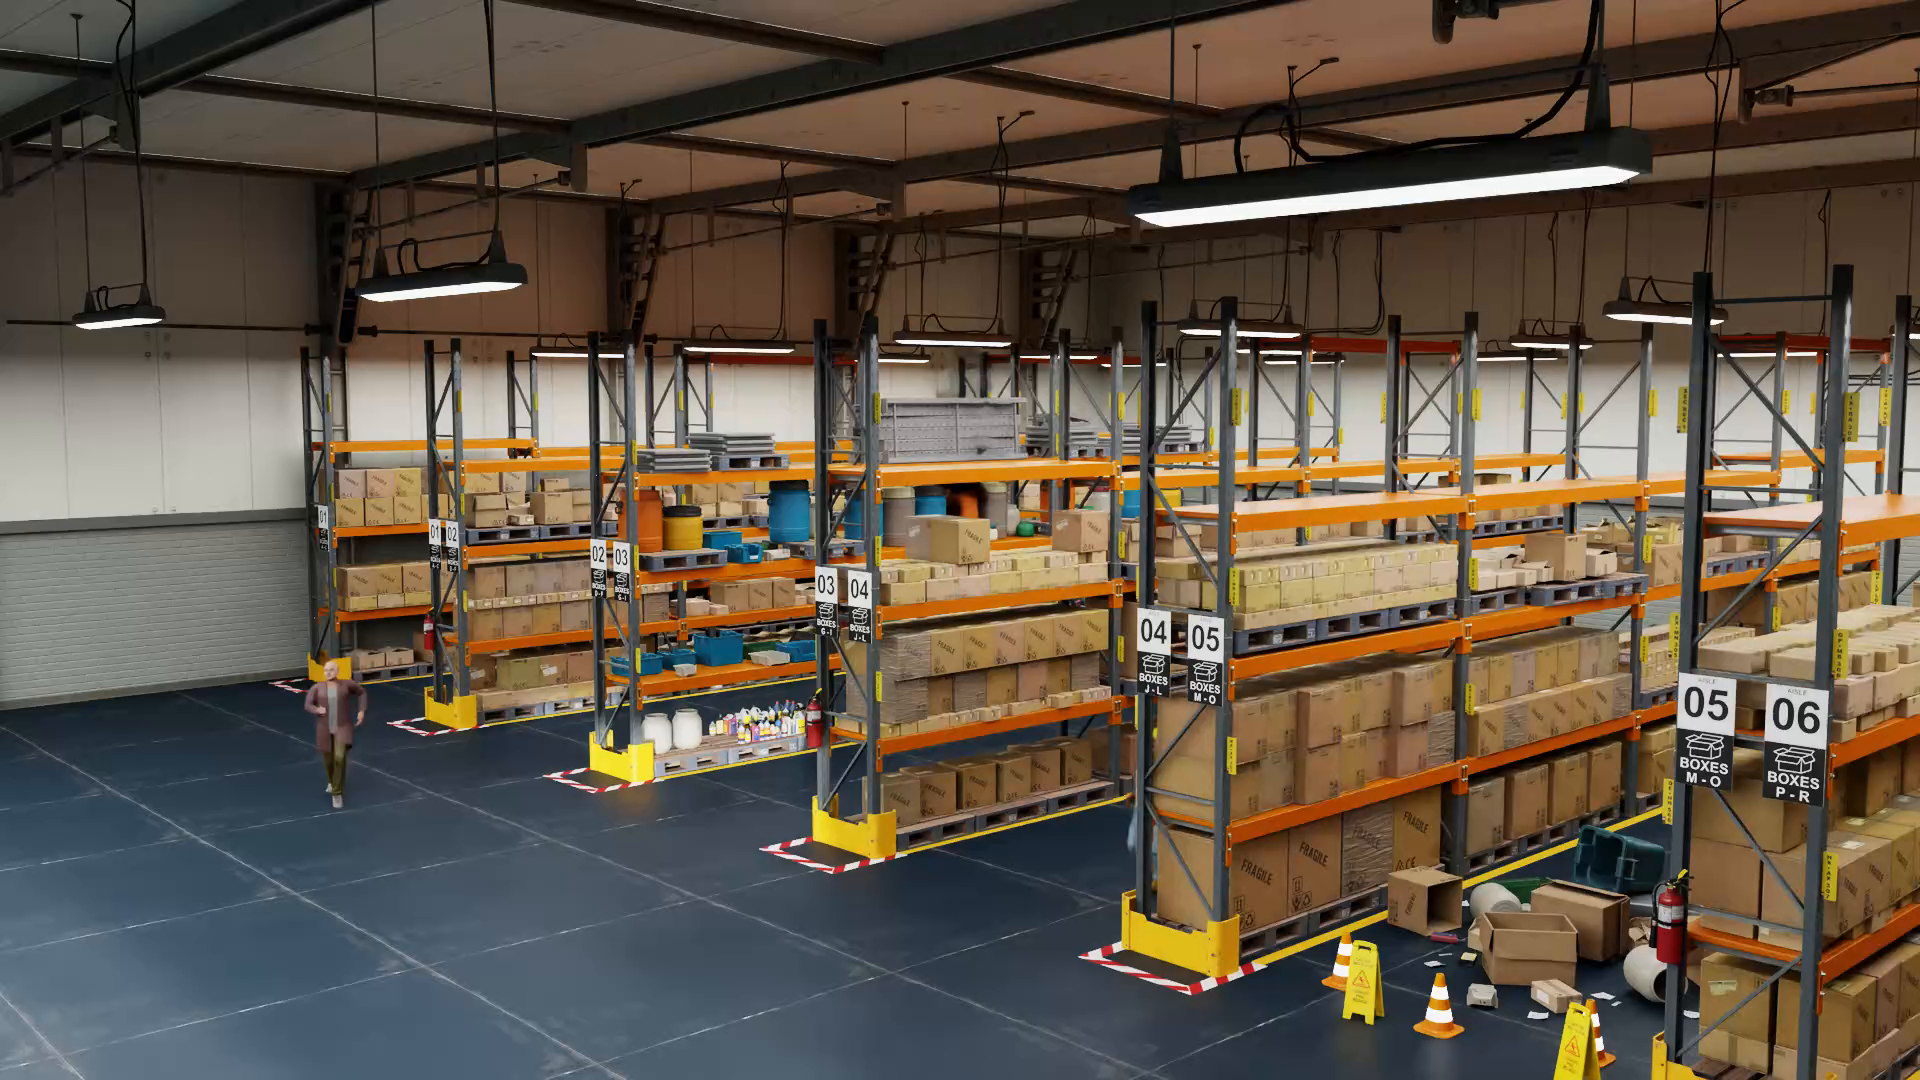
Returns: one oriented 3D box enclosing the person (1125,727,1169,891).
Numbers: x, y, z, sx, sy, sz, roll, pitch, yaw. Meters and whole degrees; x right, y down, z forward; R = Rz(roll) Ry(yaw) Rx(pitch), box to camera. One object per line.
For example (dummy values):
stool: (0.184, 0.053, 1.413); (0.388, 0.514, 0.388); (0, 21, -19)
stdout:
person: (1.978, 2.789, 17.190); (0.691, 1.723, 0.584); (4, 6, 38)

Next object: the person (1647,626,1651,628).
person: (10.691, 2.129, 25.682); (0.679, 1.593, 0.577); (-4, 6, -38)

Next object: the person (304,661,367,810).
person: (-7.914, 2.444, 21.067); (0.729, 1.800, 0.973); (-1, 5, -10)
